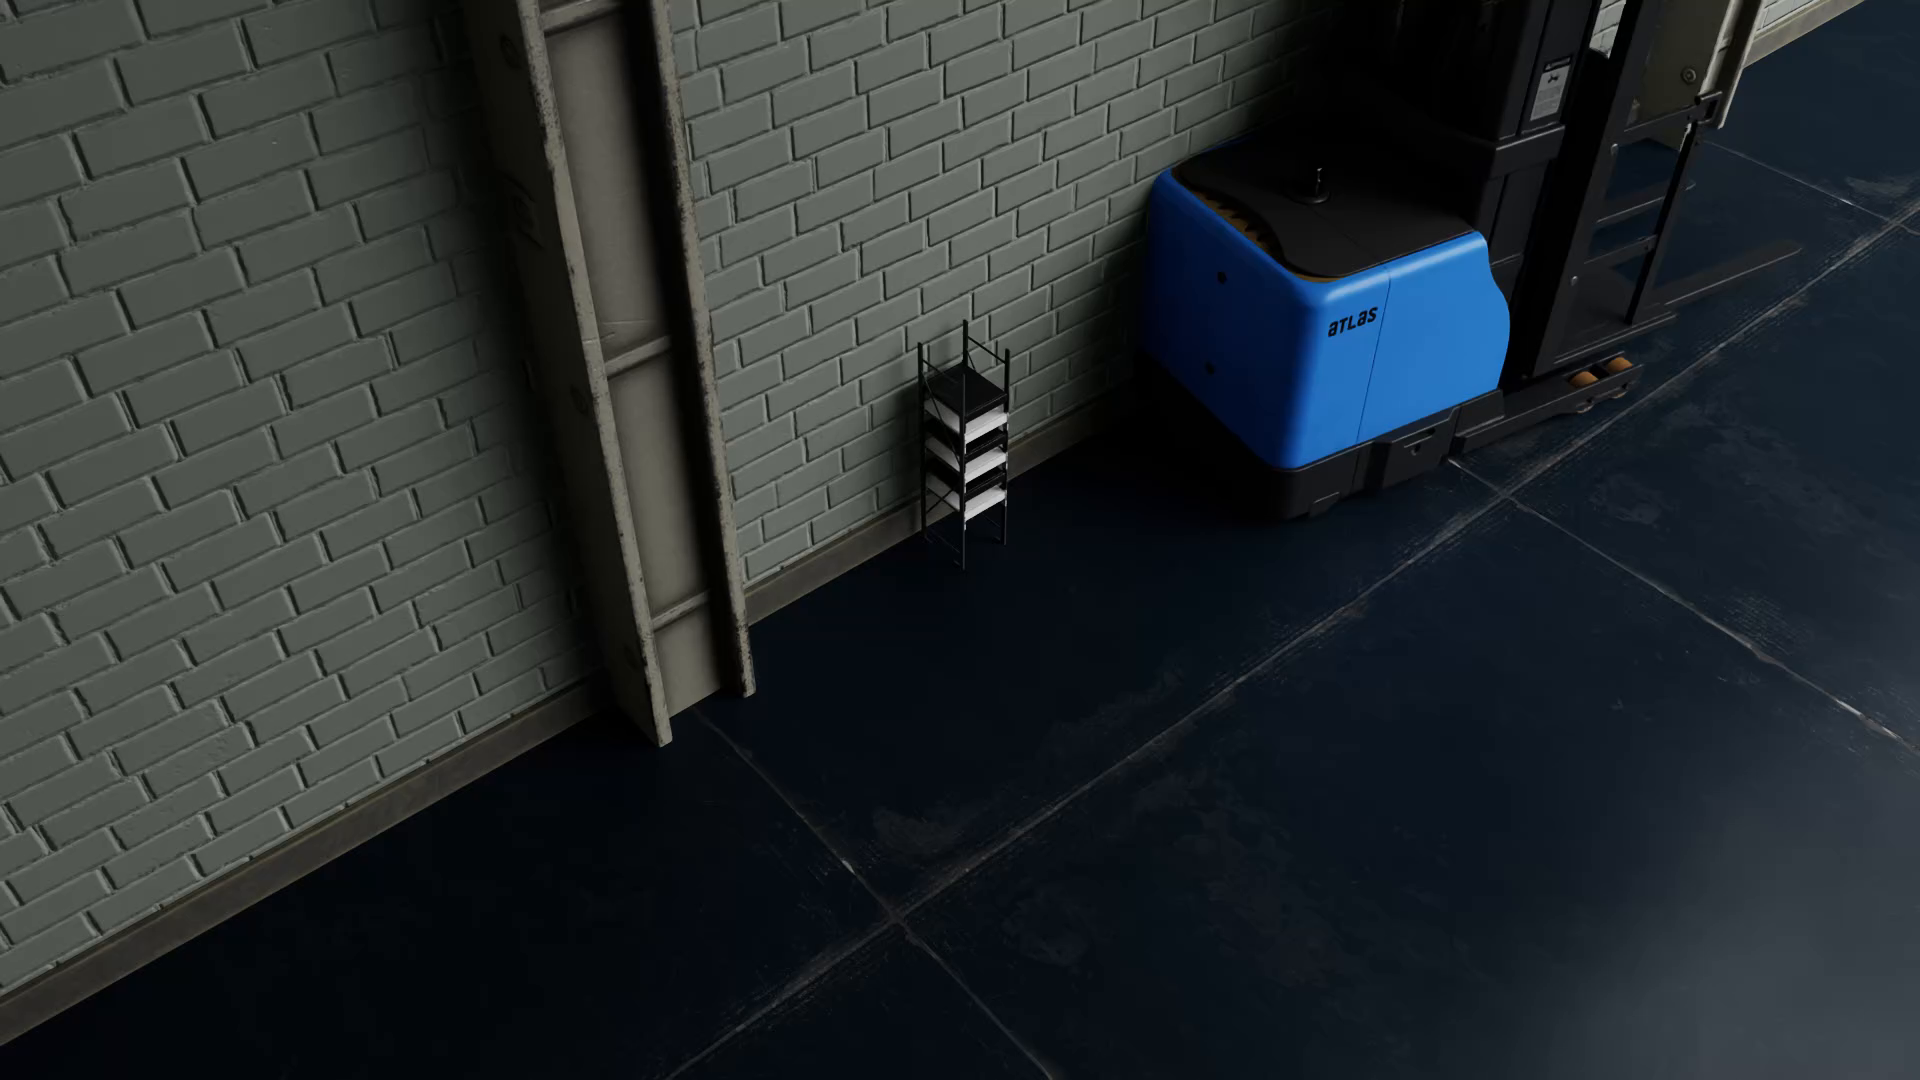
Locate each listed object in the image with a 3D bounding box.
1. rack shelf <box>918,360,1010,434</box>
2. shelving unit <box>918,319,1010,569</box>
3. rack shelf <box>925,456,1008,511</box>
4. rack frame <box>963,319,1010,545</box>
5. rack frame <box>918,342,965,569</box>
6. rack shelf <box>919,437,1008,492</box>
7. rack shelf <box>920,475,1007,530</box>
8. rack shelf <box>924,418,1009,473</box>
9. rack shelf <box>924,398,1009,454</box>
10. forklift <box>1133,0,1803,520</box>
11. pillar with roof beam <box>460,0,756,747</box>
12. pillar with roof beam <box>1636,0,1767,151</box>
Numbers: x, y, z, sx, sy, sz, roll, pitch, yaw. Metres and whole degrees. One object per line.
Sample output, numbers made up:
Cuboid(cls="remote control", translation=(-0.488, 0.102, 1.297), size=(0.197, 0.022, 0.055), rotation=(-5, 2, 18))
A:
Cuboid(cls="rack shelf", translation=(0.013, -0.500, 5.779), size=(0.200, 0.077, 0.258), rotation=(-30, 51, -28))
Cuboid(cls="shelving unit", translation=(0.013, -0.328, 5.942), size=(0.210, 0.900, 0.258), rotation=(-30, 51, -28))
Cuboid(cls="rack shelf", translation=(0.013, -0.238, 6.026), size=(0.200, 0.077, 0.258), rotation=(-30, 51, -28))
Cuboid(cls="rack frame", translation=(0.090, -0.373, 5.990), size=(0.006, 0.900, 0.240), rotation=(-30, 51, -28))
Cuboid(cls="rack frame", translation=(-0.064, -0.282, 5.893), size=(0.006, 0.900, 0.240), rotation=(-30, 51, -28))
Cuboid(cls="rack shelf", translation=(0.013, -0.303, 5.964), size=(0.200, 0.077, 0.258), rotation=(-30, 51, -28))
Cuboid(cls="rack shelf", translation=(0.013, -0.172, 6.088), size=(0.200, 0.077, 0.258), rotation=(-30, 51, -28))
Cuboid(cls="rack shelf", translation=(0.013, -0.369, 5.903), size=(0.200, 0.077, 0.258), rotation=(-30, 51, -28))
Cuboid(cls="rack shelf", translation=(0.013, -0.435, 5.841), size=(0.200, 0.077, 0.258), rotation=(-30, 51, -28))
Cuboid(cls="forklift", translation=(2.217, -1.883, 6.114), size=(3.031, 2.935, 1.130), rotation=(-21, 47, -21))
Cuboid(cls="pillar with roof beam", translation=(1.816, -0.497, 0.206), size=(0.400, 9.000, 9.100), rotation=(-30, 51, -28))
Cuboid(cls="pillar with roof beam", translation=(6.418, -3.132, 3.012), size=(0.400, 9.000, 9.100), rotation=(-30, 51, -28))
